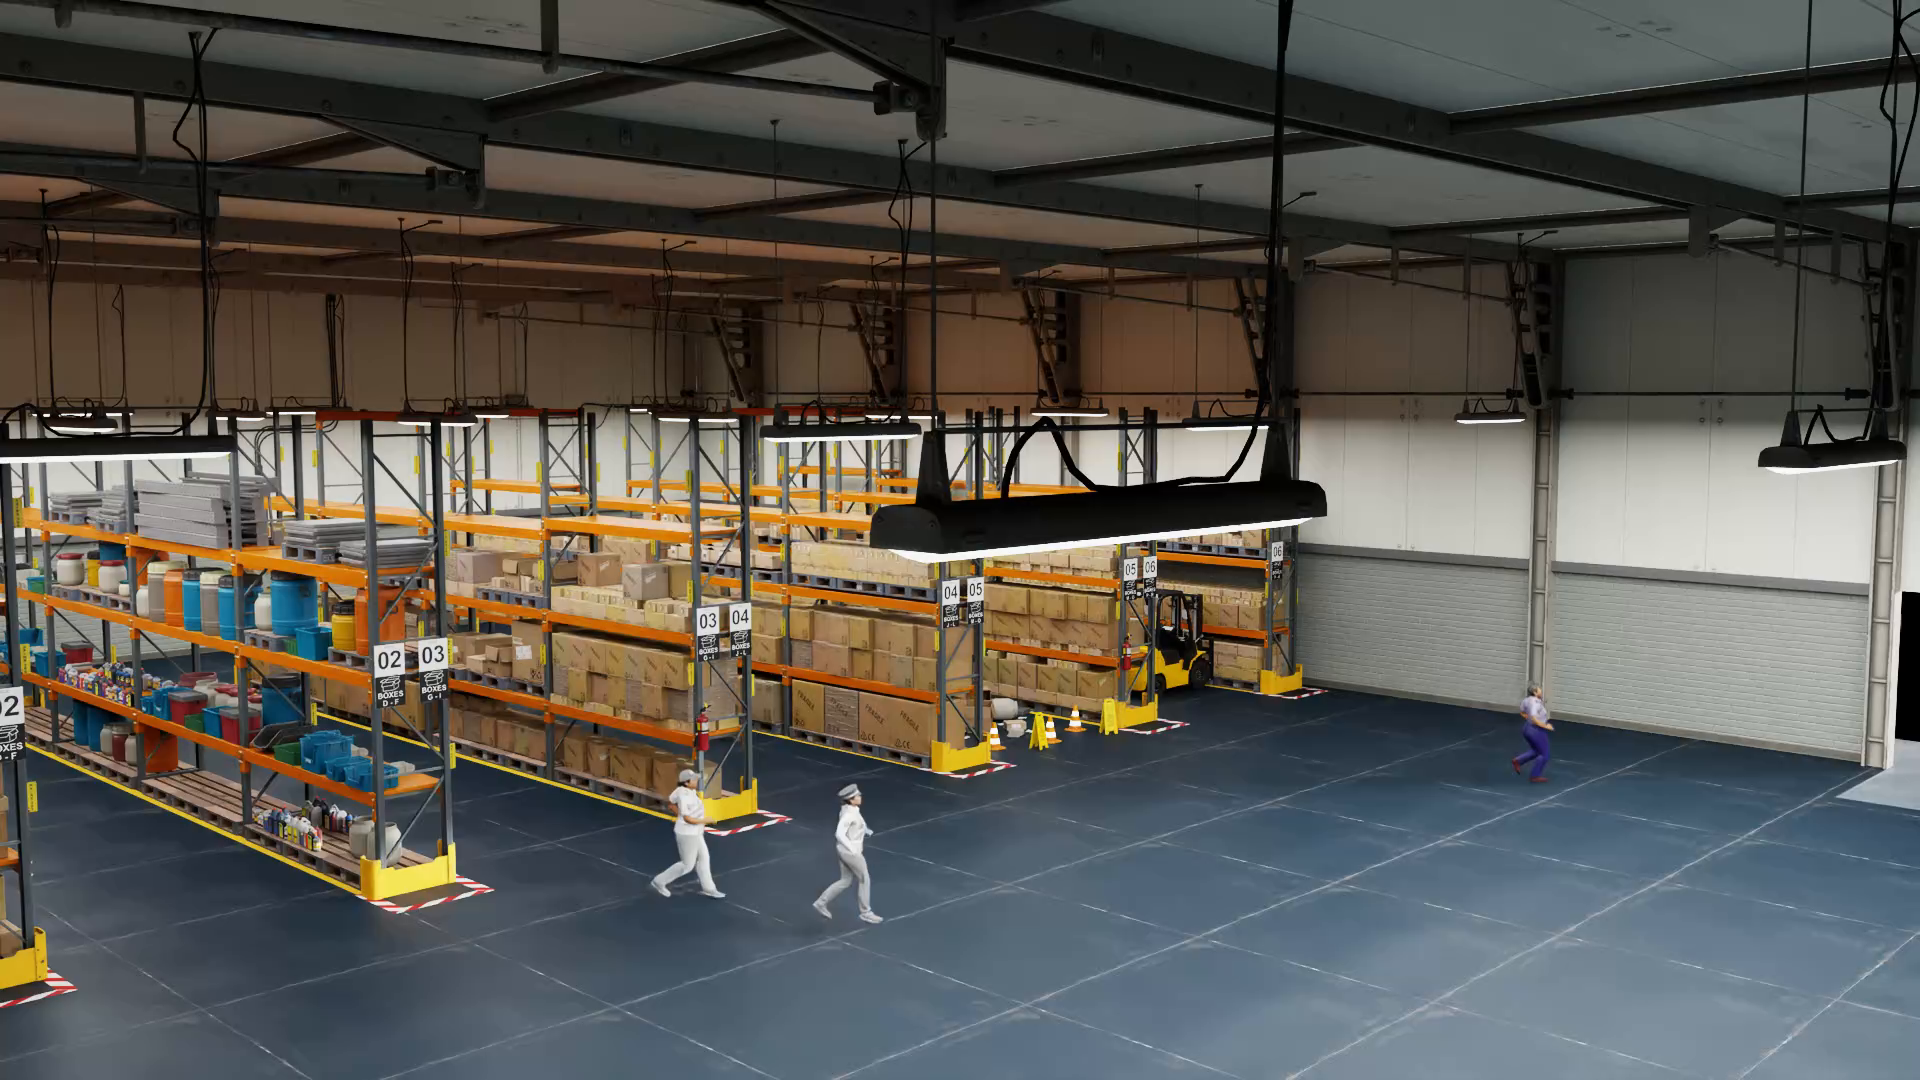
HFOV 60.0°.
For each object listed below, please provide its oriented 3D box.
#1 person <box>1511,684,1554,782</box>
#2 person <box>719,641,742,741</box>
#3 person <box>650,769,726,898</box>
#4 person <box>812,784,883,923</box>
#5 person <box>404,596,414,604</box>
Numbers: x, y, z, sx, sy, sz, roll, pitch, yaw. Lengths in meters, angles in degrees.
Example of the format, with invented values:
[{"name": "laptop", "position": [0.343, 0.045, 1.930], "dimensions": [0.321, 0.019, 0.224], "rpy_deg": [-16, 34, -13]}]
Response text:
[{"name": "person", "position": [9.326, 3.137, 27.084], "dimensions": [0.578, 1.593, 0.605], "rpy_deg": [0, 5, -1]}, {"name": "person", "position": [-4.334, 2.729, 30.262], "dimensions": [0.968, 1.794, 0.698], "rpy_deg": [4, 7, 40]}, {"name": "person", "position": [-3.389, 3.677, 20.683], "dimensions": [0.931, 1.676, 0.619], "rpy_deg": [-1, 5, -12]}, {"name": "person", "position": [-1.336, 3.739, 19.800], "dimensions": [0.842, 1.706, 0.603], "rpy_deg": [-2, 5, -18]}, {"name": "person", "position": [-12.604, 2.084, 37.773], "dimensions": [0.720, 1.729, 0.962], "rpy_deg": [0, 5, -1]}]
